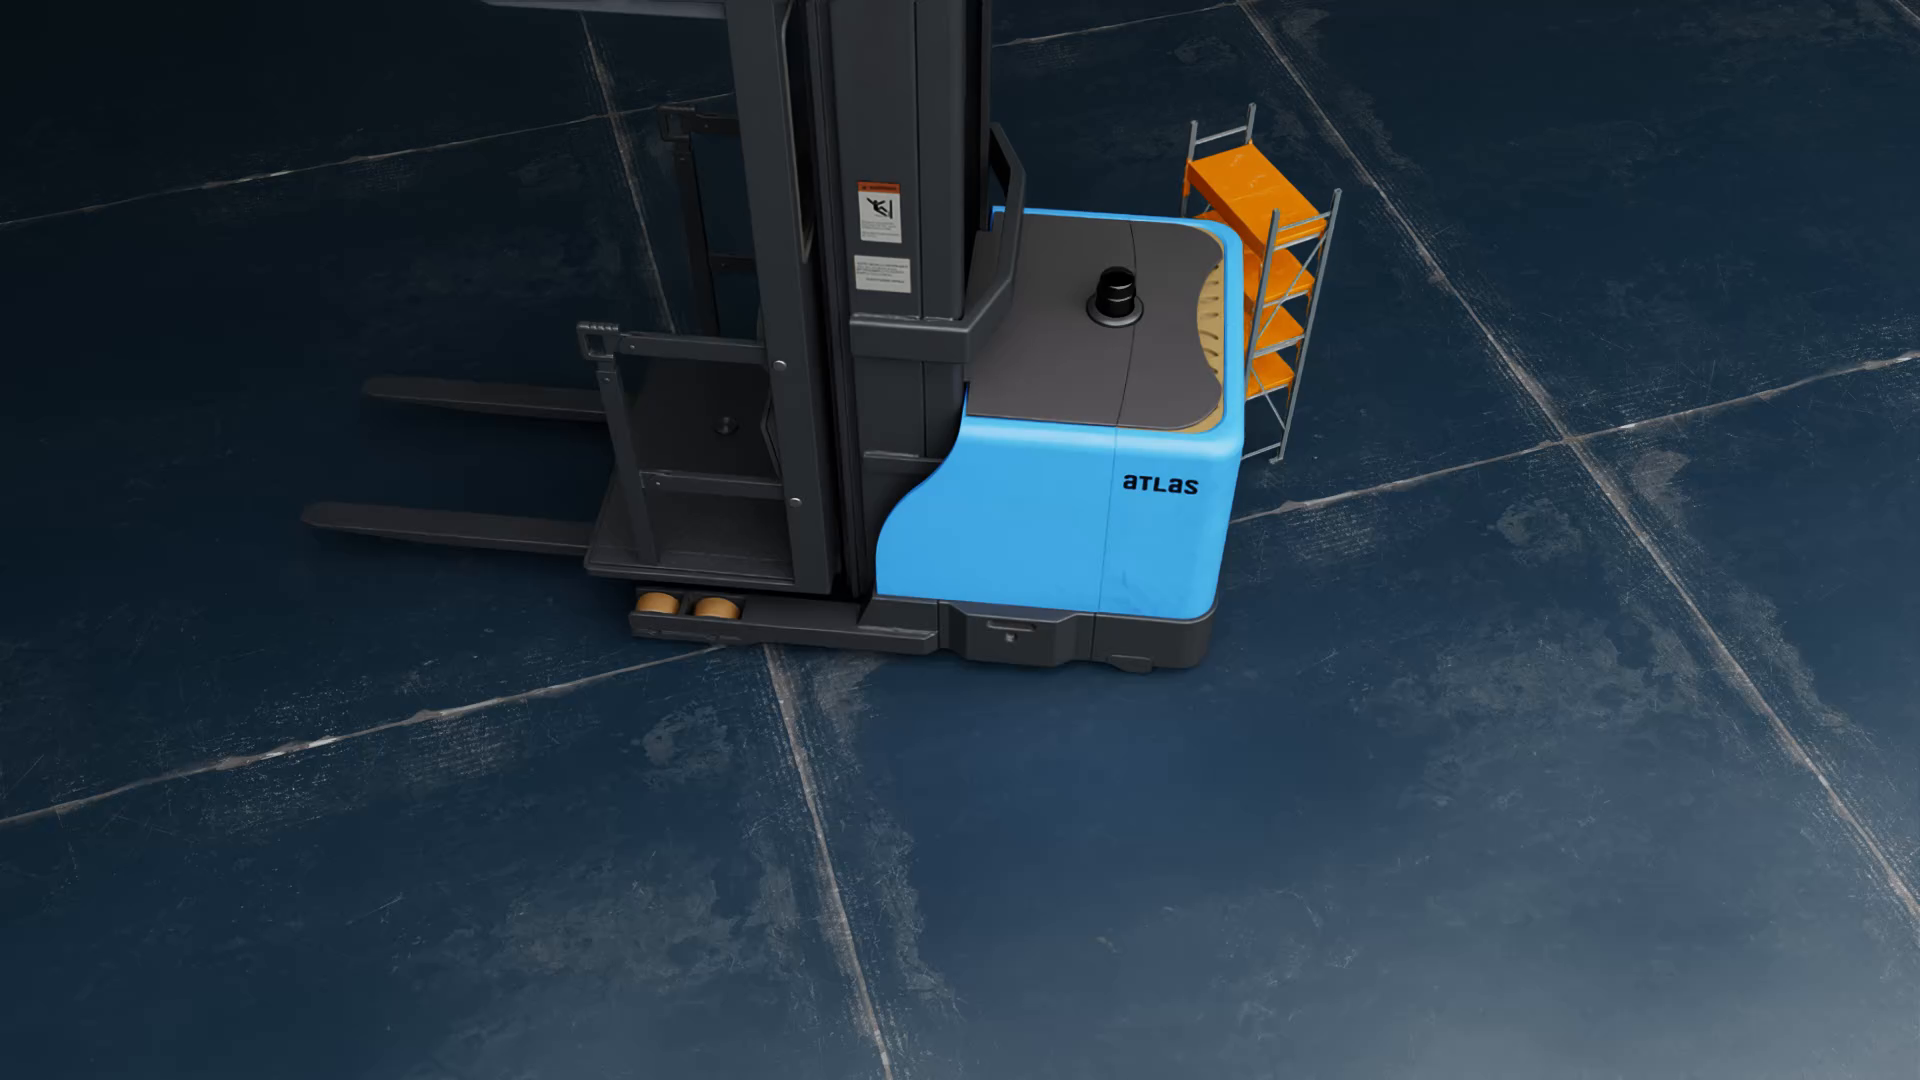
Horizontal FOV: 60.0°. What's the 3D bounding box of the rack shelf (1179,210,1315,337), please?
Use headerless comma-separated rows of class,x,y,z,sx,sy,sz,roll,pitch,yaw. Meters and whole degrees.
rack shelf,0.949,-0.914,5.531,0.258,0.148,0.480,-20,53,-16

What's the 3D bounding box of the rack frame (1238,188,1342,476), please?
rack frame,1.055,-0.645,5.508,0.240,1.200,0.015,-20,53,-16

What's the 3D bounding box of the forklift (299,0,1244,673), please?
forklift,-0.656,-1.001,4.677,3.031,2.935,1.130,5,50,4

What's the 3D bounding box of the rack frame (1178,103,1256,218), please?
rack frame,0.844,-0.981,5.792,0.240,1.200,0.015,-20,53,-16

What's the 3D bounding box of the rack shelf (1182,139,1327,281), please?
rack shelf,0.950,-1.066,5.350,0.258,0.148,0.480,-20,53,-16

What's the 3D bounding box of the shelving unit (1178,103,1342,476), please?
shelving unit,0.949,-0.813,5.650,0.258,1.200,0.503,-20,53,-16

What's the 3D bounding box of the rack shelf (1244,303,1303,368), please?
rack shelf,0.949,-0.770,5.702,0.258,0.148,0.480,-20,53,-16

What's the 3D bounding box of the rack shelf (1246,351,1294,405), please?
rack shelf,0.949,-0.641,5.853,0.258,0.148,0.480,-20,53,-16
